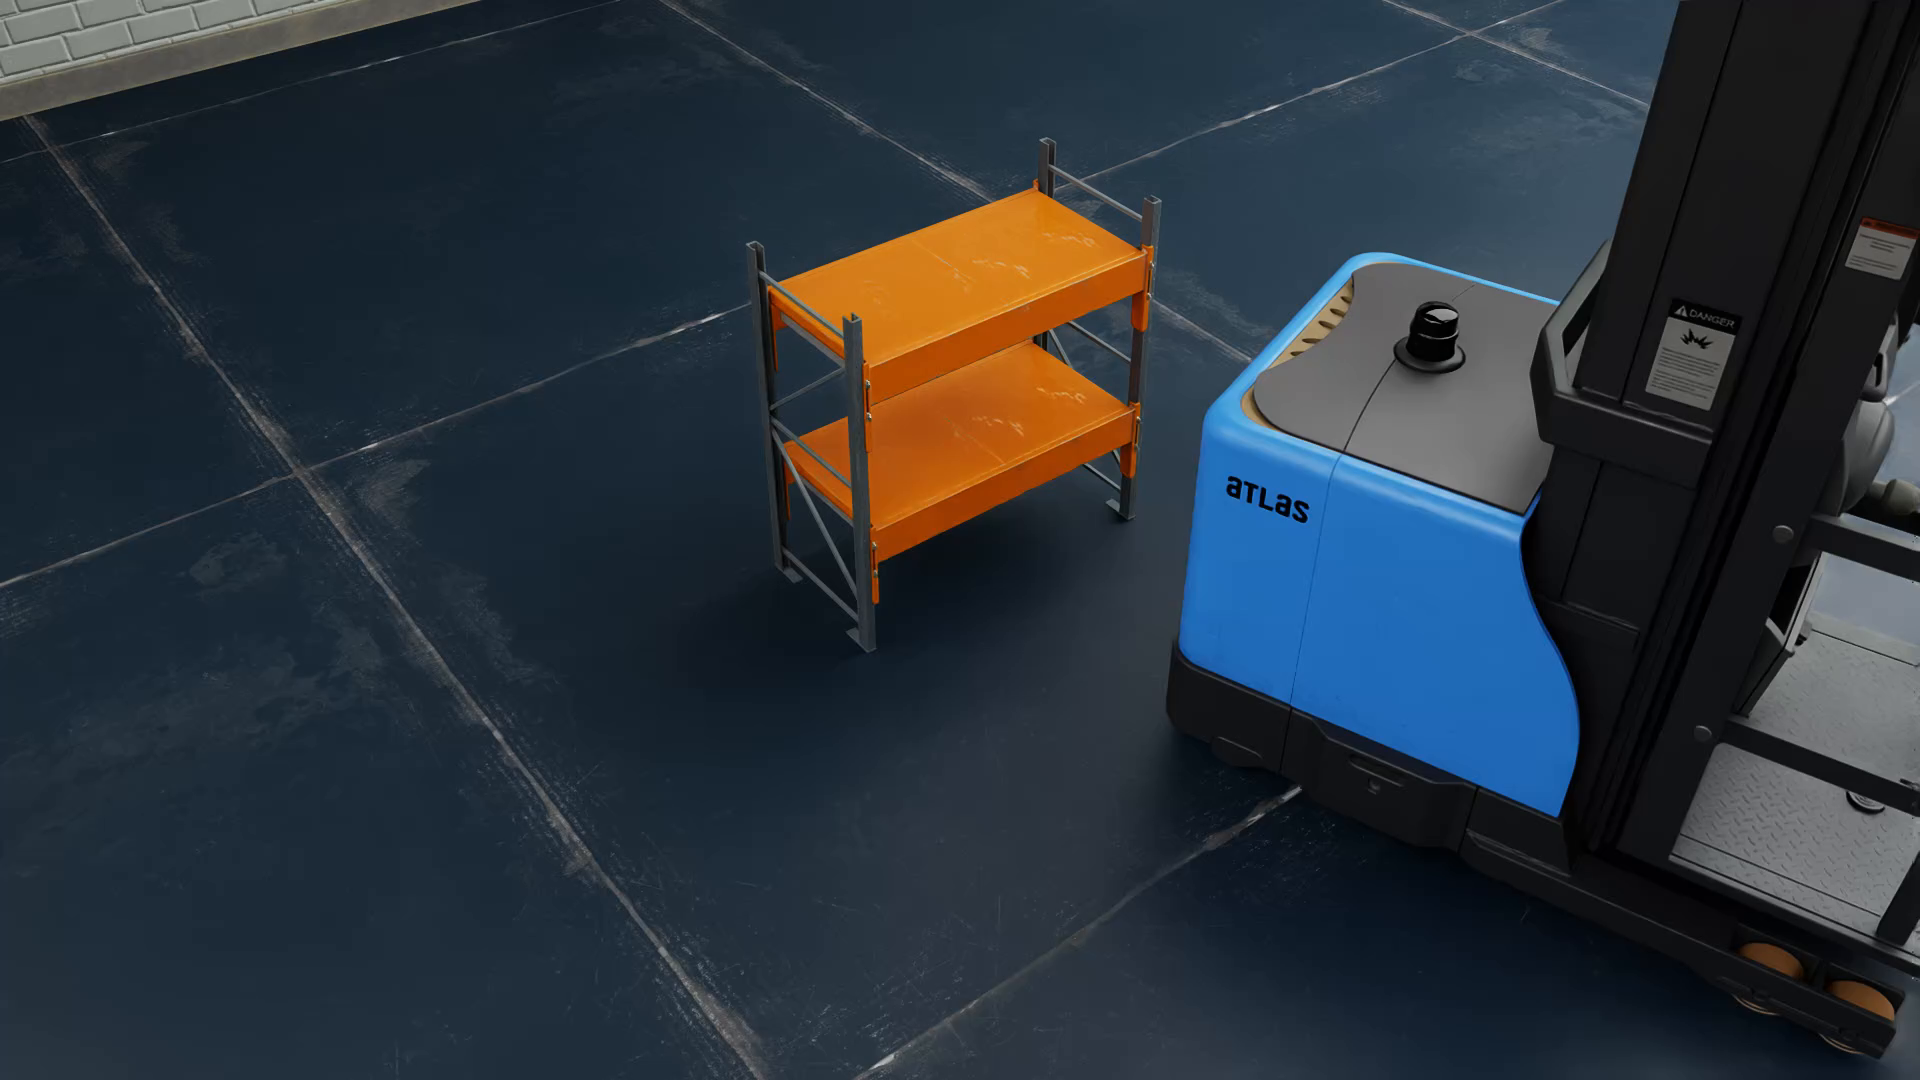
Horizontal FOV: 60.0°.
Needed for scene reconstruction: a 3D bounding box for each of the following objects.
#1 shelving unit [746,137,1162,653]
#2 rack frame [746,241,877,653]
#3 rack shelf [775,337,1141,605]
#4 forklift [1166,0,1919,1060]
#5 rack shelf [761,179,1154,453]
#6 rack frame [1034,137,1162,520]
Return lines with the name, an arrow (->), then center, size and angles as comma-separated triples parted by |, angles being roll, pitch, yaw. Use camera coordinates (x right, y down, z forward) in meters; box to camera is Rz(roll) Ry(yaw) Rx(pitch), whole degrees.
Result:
shelving unit -> -0.005, -0.432, 4.890 | 1.048, 1.125, 0.538 | -26, 46, -28
rack frame -> -0.408, -0.236, 4.651 | 0.032, 1.125, 0.500 | -26, 46, -28
rack shelf -> -0.005, -0.243, 5.045 | 1.000, 0.278, 0.538 | -26, 46, -28
forklift -> 2.079, -0.345, 3.359 | 3.031, 2.935, 1.130 | 22, 44, 25
rack shelf -> -0.005, -0.659, 4.704 | 1.000, 0.278, 0.538 | -26, 46, -28
rack frame -> 0.398, -0.629, 5.130 | 0.032, 1.125, 0.500 | -26, 46, -28
